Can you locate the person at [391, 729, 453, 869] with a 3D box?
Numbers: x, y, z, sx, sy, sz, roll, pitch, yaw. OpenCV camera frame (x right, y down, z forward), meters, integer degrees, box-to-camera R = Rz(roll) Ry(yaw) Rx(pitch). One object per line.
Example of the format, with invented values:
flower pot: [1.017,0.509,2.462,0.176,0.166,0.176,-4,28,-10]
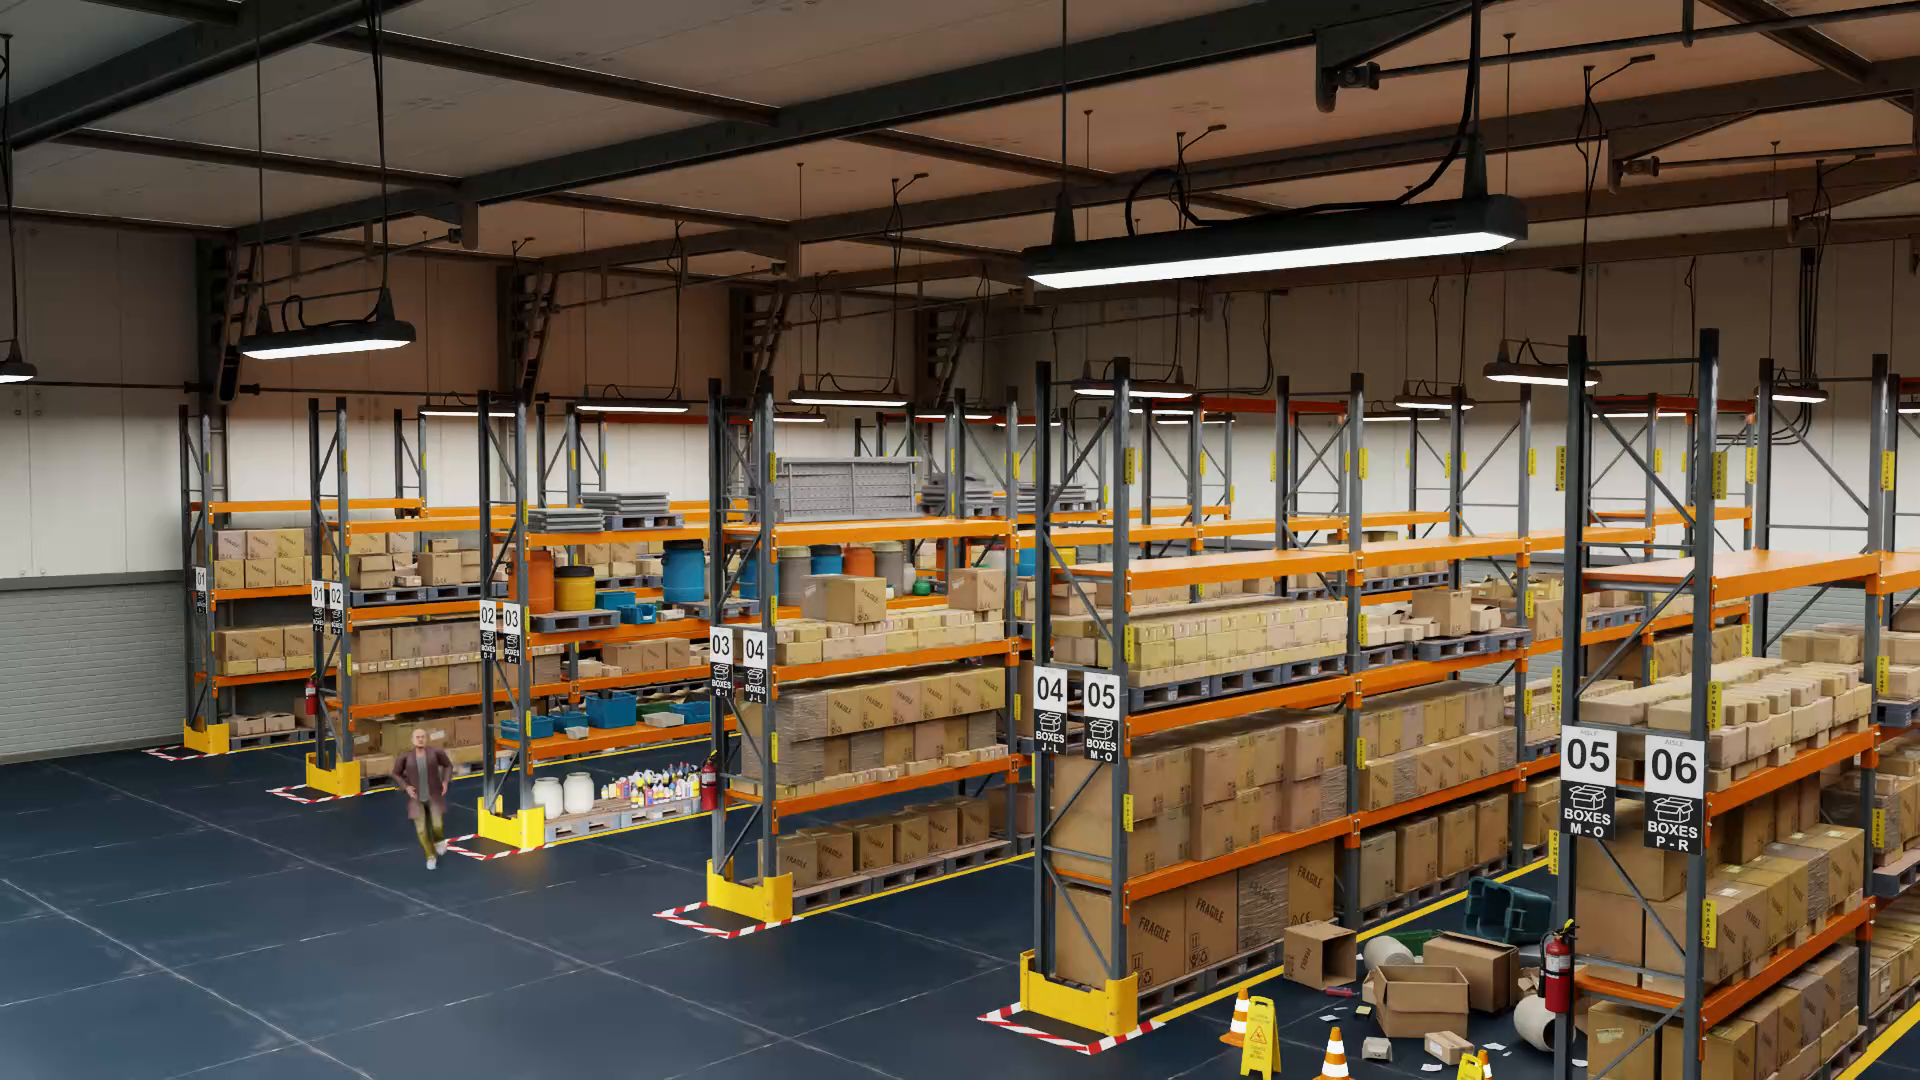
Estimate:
person: [-6.715,3.211,20.776,0.738,1.734,0.615,-1,3,-20]
